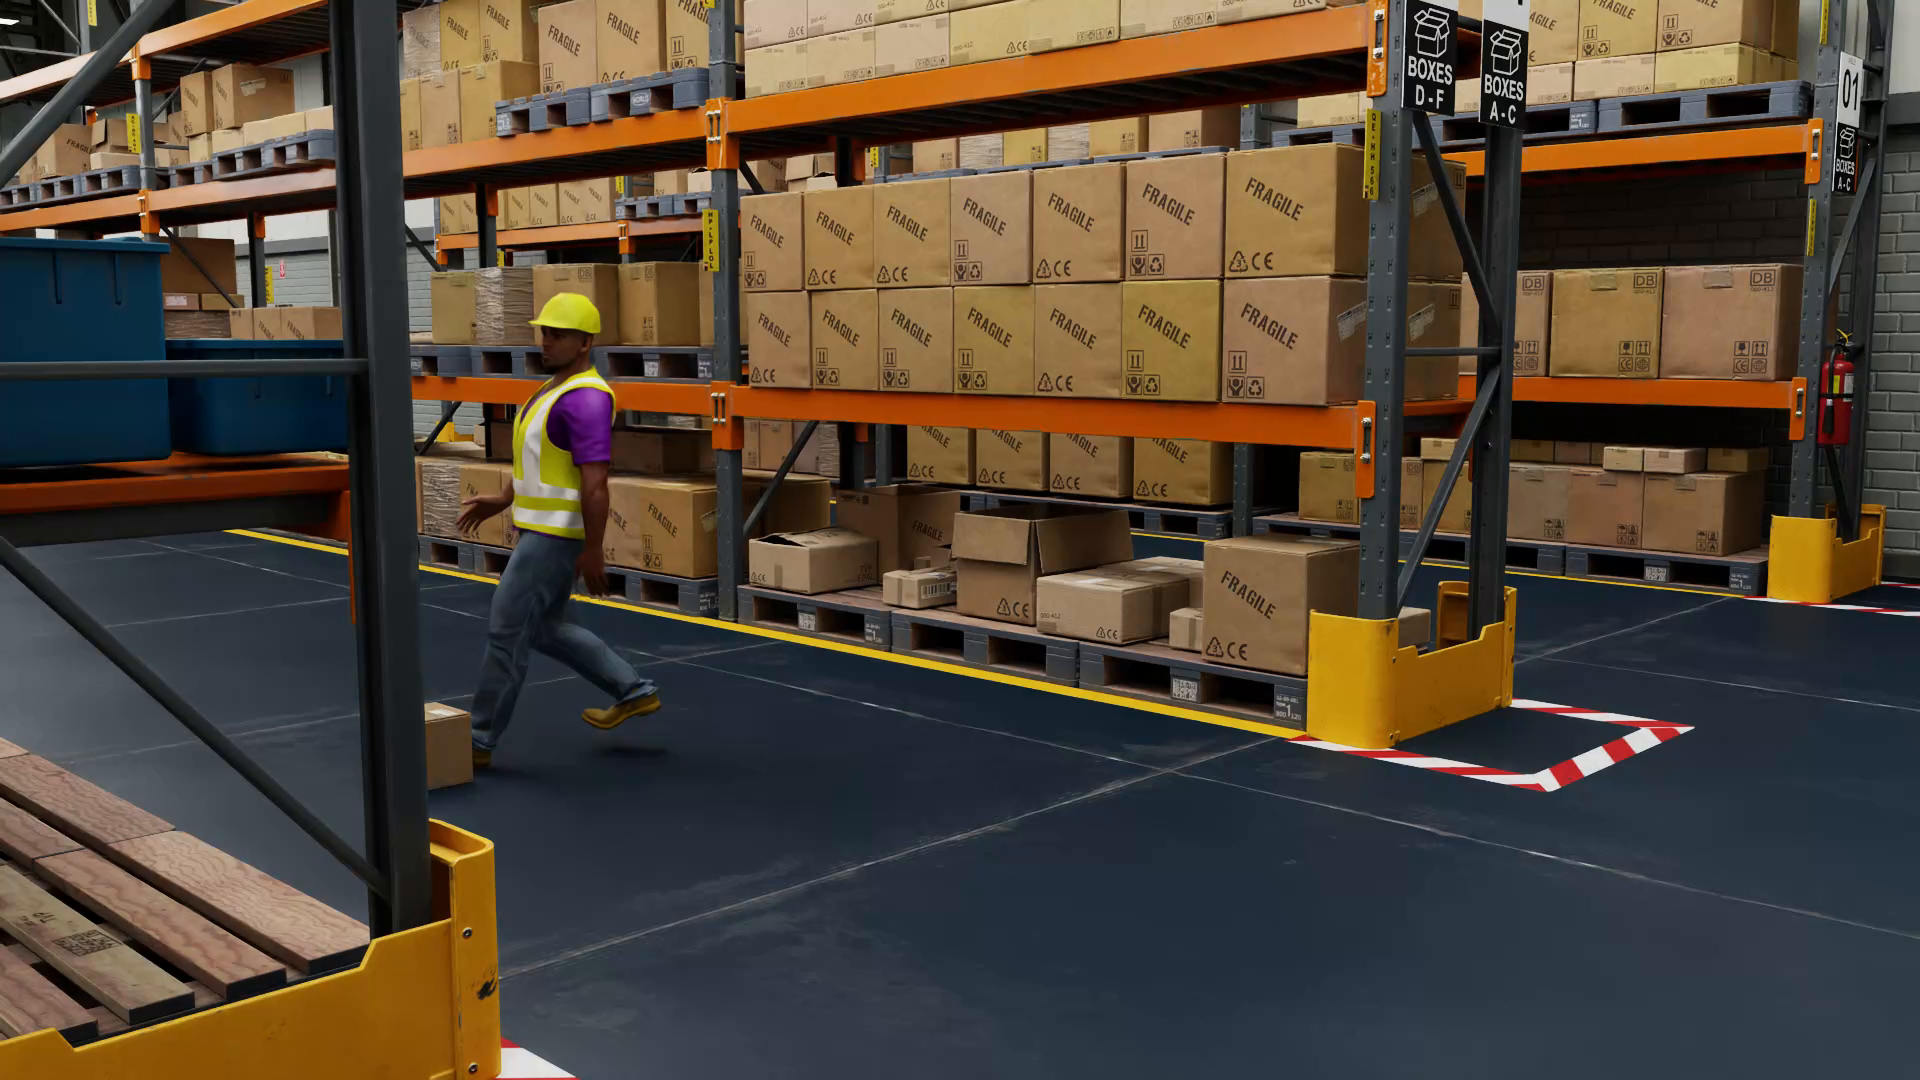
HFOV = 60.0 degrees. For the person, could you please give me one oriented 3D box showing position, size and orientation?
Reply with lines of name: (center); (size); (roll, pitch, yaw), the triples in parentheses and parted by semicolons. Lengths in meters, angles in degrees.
person: (-1.578, -0.037, 6.109); (0.938, 1.720, 0.650); (-3, 7, -21)
